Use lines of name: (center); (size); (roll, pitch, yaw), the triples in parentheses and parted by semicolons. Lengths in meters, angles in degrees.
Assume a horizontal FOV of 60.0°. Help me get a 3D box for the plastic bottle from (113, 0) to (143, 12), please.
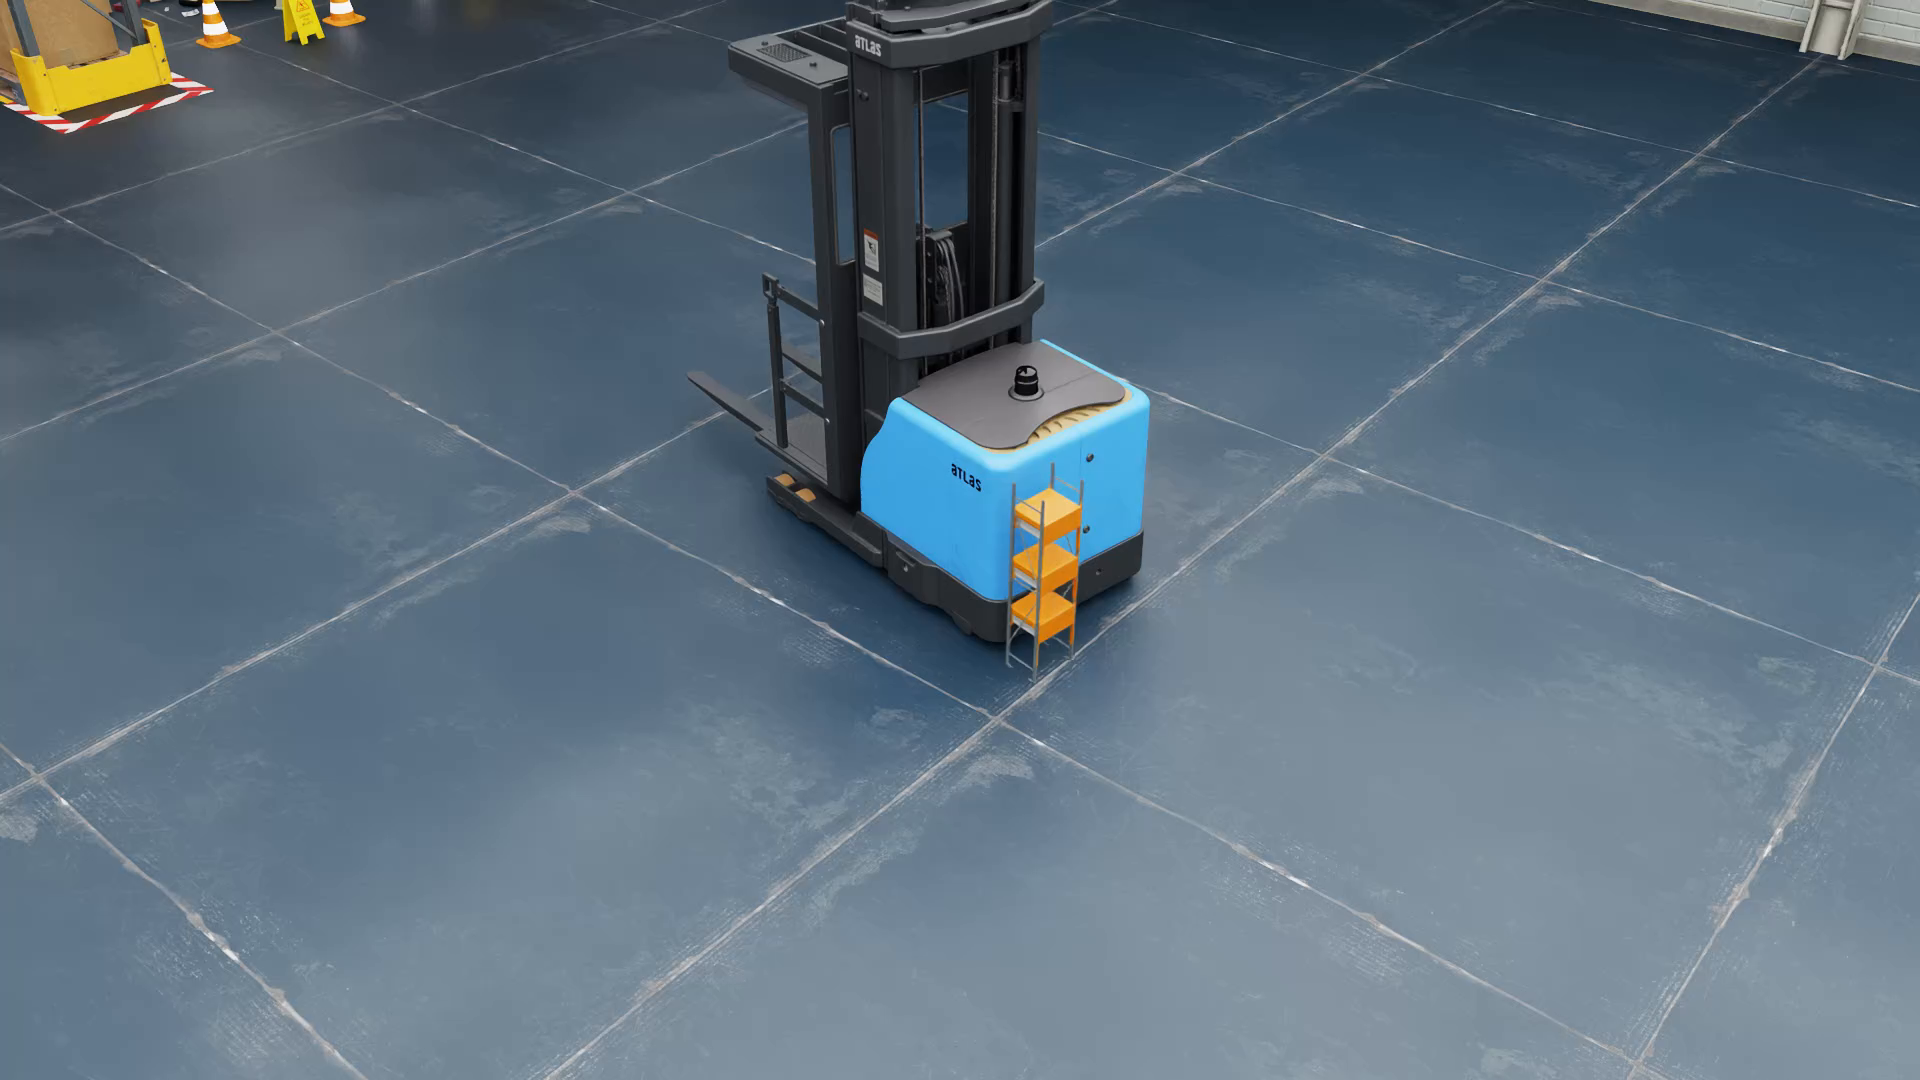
plastic bottle: (-8.266, -5.328, 16.536); (0.133, 0.061, 0.283); (12, 36, 16)

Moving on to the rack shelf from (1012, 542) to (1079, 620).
rack shelf: (0.384, 0.171, 7.665); (0.240, 0.259, 0.215); (-28, 45, -33)

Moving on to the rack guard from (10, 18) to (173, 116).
rack guard: (-7.467, -4.084, 14.337); (0.348, 0.500, 1.175); (25, 42, 32)

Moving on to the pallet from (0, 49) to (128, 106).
pallet: (-8.150, -4.229, 14.804); (1.213, 0.211, 1.003); (25, 42, 32)

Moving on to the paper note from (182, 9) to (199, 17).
paper note: (-7.573, -5.190, 16.364); (0.144, 0.017, 0.142); (-18, 38, -25)

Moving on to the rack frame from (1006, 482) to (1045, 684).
rack frame: (0.295, 0.211, 7.592); (0.008, 1.050, 0.200); (-28, 45, -33)

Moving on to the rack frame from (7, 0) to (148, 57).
rack frame: (-7.486, -5.123, 13.643); (0.127, 3.000, 1.000); (25, 42, 32)

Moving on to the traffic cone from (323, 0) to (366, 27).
traffic cone: (-6.001, -5.256, 16.077); (0.334, 0.463, 0.336); (25, 42, 32)

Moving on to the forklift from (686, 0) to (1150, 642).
forklift: (-0.403, -1.481, 8.399); (1.130, 2.935, 3.031); (-25, 42, -32)

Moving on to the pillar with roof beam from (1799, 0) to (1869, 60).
pillar with roof beam: (5.286, -6.372, 10.162); (0.400, 9.000, 9.100); (25, 42, 32)

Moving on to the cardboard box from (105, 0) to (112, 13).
cardboard box: (-8.710, -5.427, 16.291); (0.500, 0.500, 0.500); (-26, 42, -32)

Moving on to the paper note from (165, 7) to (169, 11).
paper note: (-7.864, -5.262, 16.486); (0.032, 0.001, 0.123); (-12, 36, -17)

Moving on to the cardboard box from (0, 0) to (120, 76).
cardboard box: (-8.049, -4.637, 14.441); (0.875, 0.875, 0.875); (26, 42, 32)

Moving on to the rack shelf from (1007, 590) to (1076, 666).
rack shelf: (0.381, 0.395, 7.830); (0.240, 0.259, 0.215); (-28, 45, -33)

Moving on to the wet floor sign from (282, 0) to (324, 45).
wet floor sign: (-6.197, -5.004, 15.548); (0.232, 0.644, 0.267); (18, 38, 24)

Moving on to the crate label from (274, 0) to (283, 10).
crate label: (-6.645, -5.380, 16.545); (0.298, 0.136, 0.250); (6, 35, 8)

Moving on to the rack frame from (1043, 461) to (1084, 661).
rack frame: (0.474, 0.114, 7.726); (0.008, 1.050, 0.200); (-28, 45, -33)

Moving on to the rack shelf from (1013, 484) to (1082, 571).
rack shelf: (0.387, -0.057, 7.497); (0.240, 0.259, 0.215); (-28, 45, -33)

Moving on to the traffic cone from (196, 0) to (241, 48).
traffic cone: (-6.985, -4.888, 15.540); (0.334, 0.463, 0.336); (25, 42, 32)

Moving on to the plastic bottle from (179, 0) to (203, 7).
plastic bottle: (-7.704, -5.386, 16.621); (0.283, 0.061, 0.133); (12, 36, 16)

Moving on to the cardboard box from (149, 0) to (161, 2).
cardboard box: (-8.061, -5.624, 16.786); (0.396, 0.266, 0.258); (-26, 42, -32)

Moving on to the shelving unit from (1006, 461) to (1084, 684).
shelving unit: (0.385, 0.162, 7.659); (0.252, 1.050, 0.215); (-28, 45, -33)
